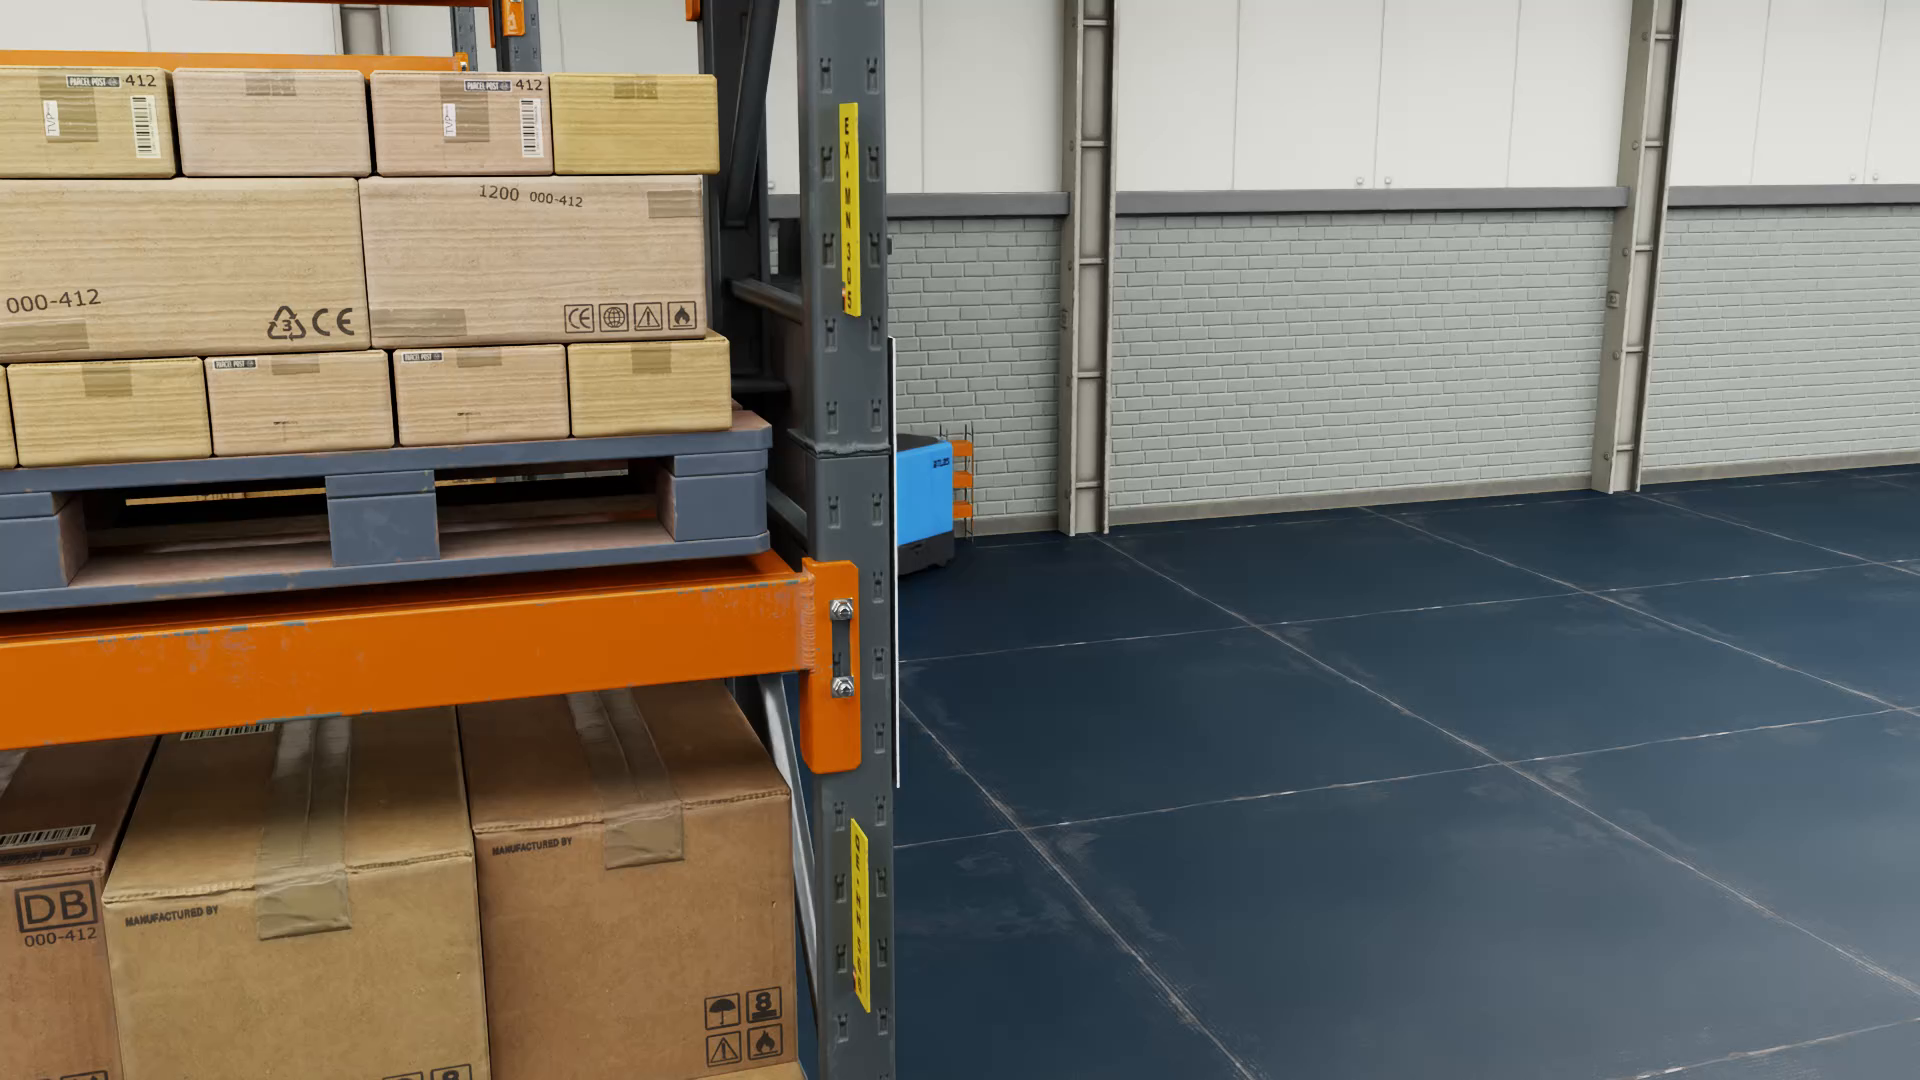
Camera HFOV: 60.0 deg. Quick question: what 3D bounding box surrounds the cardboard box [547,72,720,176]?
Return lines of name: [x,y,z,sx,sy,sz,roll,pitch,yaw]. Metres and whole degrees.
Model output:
cardboard box: [-0.545,-0.666,2.676,0.250,0.149,0.380,-4,14,-18]

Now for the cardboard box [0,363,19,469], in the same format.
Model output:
cardboard box: [-1.506,-0.204,2.454,0.250,0.149,0.380,-5,14,-19]

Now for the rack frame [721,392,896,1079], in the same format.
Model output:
rack frame: [-0.334,1.212,3.564,0.127,3.000,1.000,-4,14,-18]

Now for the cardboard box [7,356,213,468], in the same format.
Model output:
cardboard box: [-1.263,-0.223,2.534,0.250,0.149,0.380,-4,14,-18]

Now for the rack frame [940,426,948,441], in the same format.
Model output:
rack frame: [-0.148,-0.492,14.938,0.008,1.050,0.200,-5,15,-19]

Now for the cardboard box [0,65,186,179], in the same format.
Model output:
cardboard box: [-1.270,-0.610,2.438,0.250,0.149,0.380,-4,14,-17]

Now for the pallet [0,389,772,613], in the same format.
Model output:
pallet: [-1.034,-0.147,2.987,1.213,0.211,1.003,-4,14,-18]

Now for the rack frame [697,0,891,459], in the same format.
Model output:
rack frame: [-0.334,-1.706,2.869,0.127,3.000,1.000,-4,14,-18]

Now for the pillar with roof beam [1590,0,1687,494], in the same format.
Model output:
pillar with roof beam: [8.204,-3.960,12.347,0.400,9.000,9.100,-4,14,-18]

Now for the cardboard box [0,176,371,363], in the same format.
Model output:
cardboard box: [-1.183,-0.437,2.575,0.500,0.250,0.500,-4,14,-18]

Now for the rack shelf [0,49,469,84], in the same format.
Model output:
rack shelf: [-5.491,-3.181,11.487,4.000,0.370,1.077,-4,14,-18]

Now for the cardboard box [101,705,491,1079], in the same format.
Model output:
cardboard box: [-1.190,0.694,3.086,0.550,0.550,0.875,-4,14,-18]

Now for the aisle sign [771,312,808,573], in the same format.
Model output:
aisle sign: [-0.363,-0.123,3.561,0.004,0.787,0.394,-4,14,-18]

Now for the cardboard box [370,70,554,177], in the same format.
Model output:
cardboard box: [-0.782,-0.648,2.599,0.250,0.149,0.380,-4,14,-18]

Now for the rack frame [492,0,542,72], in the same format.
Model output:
rack frame: [-2.009,-2.784,7.402,0.127,3.000,1.000,-4,14,-18]

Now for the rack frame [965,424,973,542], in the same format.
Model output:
rack frame: [0.082,-0.511,15.017,0.008,1.050,0.200,-5,15,-19]

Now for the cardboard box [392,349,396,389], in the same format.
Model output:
cardboard box: [-1.003,-0.404,3.295,0.250,0.149,0.380,-4,14,-18]

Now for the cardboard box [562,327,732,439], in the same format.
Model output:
cardboard box: [-0.541,-0.279,2.770,0.250,0.149,0.380,-4,14,-18]

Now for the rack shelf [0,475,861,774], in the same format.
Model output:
rack shelf: [-2.230,0.251,2.679,4.000,0.370,1.077,-4,14,-18]

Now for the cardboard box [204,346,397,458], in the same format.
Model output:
cardboard box: [-1.023,-0.241,2.612,0.250,0.149,0.380,-4,14,-17]

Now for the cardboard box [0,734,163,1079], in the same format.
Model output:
cardboard box: [-1.764,0.705,3.038,0.550,0.550,0.875,-4,14,-18]

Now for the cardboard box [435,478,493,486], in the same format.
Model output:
cardboard box: [-2.423,-0.460,7.575,0.500,0.500,0.700,-5,14,-19]

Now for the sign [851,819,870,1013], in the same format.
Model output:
sign: [-0.174,0.654,2.898,0.005,0.325,0.100,-4,14,-18]

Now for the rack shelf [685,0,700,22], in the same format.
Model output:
rack shelf: [-2.230,-1.014,2.378,4.000,0.370,1.077,-4,14,-18]

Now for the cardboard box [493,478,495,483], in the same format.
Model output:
cardboard box: [-2.546,-0.085,8.159,0.500,0.500,0.500,-5,14,-19]

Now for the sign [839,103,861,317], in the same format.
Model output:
sign: [-0.174,-0.519,2.618,0.005,0.325,0.100,-4,14,-18]

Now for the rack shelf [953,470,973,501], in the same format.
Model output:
rack shelf: [-0.033,-0.491,14.980,0.240,0.259,0.215,-5,15,-19]

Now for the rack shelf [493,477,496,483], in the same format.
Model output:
rack shelf: [-5.491,-0.457,12.135,4.000,0.370,1.077,-4,14,-18]

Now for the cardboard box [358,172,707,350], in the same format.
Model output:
cardboard box: [-0.709,-0.474,2.730,0.500,0.250,0.500,-4,14,-17]

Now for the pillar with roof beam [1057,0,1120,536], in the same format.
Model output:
pillar with roof beam: [2.517,-3.518,10.485,0.400,9.000,9.100,-4,14,-18]

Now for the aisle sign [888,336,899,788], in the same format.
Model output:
aisle sign: [-0.171,0.008,3.008,0.004,0.787,0.394,-4,14,-18]

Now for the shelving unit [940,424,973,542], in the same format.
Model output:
shelving unit: [-0.033,-0.501,14.978,0.252,1.050,0.215,-5,15,-19]

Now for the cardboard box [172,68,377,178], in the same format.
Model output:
cardboard box: [-1.025,-0.629,2.520,0.250,0.149,0.380,-4,14,-17]

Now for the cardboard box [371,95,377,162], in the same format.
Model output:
cardboard box: [-1.232,-0.773,3.126,0.250,0.149,0.380,-5,14,-19]

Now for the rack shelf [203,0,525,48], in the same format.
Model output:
rack shelf: [-3.904,-2.285,6.865,4.000,0.370,1.077,-4,14,-18]

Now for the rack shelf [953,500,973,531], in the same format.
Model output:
rack shelf: [-0.033,-0.221,15.046,0.240,0.259,0.215,-5,15,-19]

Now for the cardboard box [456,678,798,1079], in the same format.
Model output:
cardboard box: [-0.698,0.633,3.342,0.550,0.550,0.875,-4,14,-18]

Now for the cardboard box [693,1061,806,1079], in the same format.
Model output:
cardboard box: [-0.671,1.177,3.389,0.550,0.550,0.875,-4,14,-18]

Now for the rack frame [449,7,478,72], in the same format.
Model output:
rack frame: [-3.595,-3.873,11.978,0.127,3.000,1.000,-4,14,-18]

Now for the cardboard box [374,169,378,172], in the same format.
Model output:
cardboard box: [-0.873,-0.592,3.226,0.500,0.250,0.500,-4,14,-18]

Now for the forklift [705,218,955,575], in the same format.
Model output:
forklift: [-1.350,-1.018,13.088,1.130,2.935,3.031,10,17,37]

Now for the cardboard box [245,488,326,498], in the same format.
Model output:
cardboard box: [-2.905,-0.424,7.425,0.500,0.500,0.700,-4,14,-18]

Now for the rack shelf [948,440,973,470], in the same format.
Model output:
rack shelf: [-0.032,-0.767,14.913,0.240,0.259,0.215,-5,15,-19]

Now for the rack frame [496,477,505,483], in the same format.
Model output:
rack frame: [-3.595,-0.954,12.672,0.127,3.000,1.000,-4,14,-18]

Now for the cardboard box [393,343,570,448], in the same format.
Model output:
cardboard box: [-0.780,-0.260,2.692,0.250,0.149,0.380,-4,14,-18]

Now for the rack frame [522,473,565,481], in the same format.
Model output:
rack frame: [-2.009,0.134,8.096,0.127,3.000,1.000,-4,14,-18]

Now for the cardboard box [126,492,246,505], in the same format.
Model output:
cardboard box: [-3.356,-0.364,7.172,0.500,0.500,0.700,-5,14,-19]

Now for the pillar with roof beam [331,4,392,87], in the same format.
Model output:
pillar with roof beam: [-3.170,-3.075,8.623,0.400,9.000,9.100,-4,14,-18]
